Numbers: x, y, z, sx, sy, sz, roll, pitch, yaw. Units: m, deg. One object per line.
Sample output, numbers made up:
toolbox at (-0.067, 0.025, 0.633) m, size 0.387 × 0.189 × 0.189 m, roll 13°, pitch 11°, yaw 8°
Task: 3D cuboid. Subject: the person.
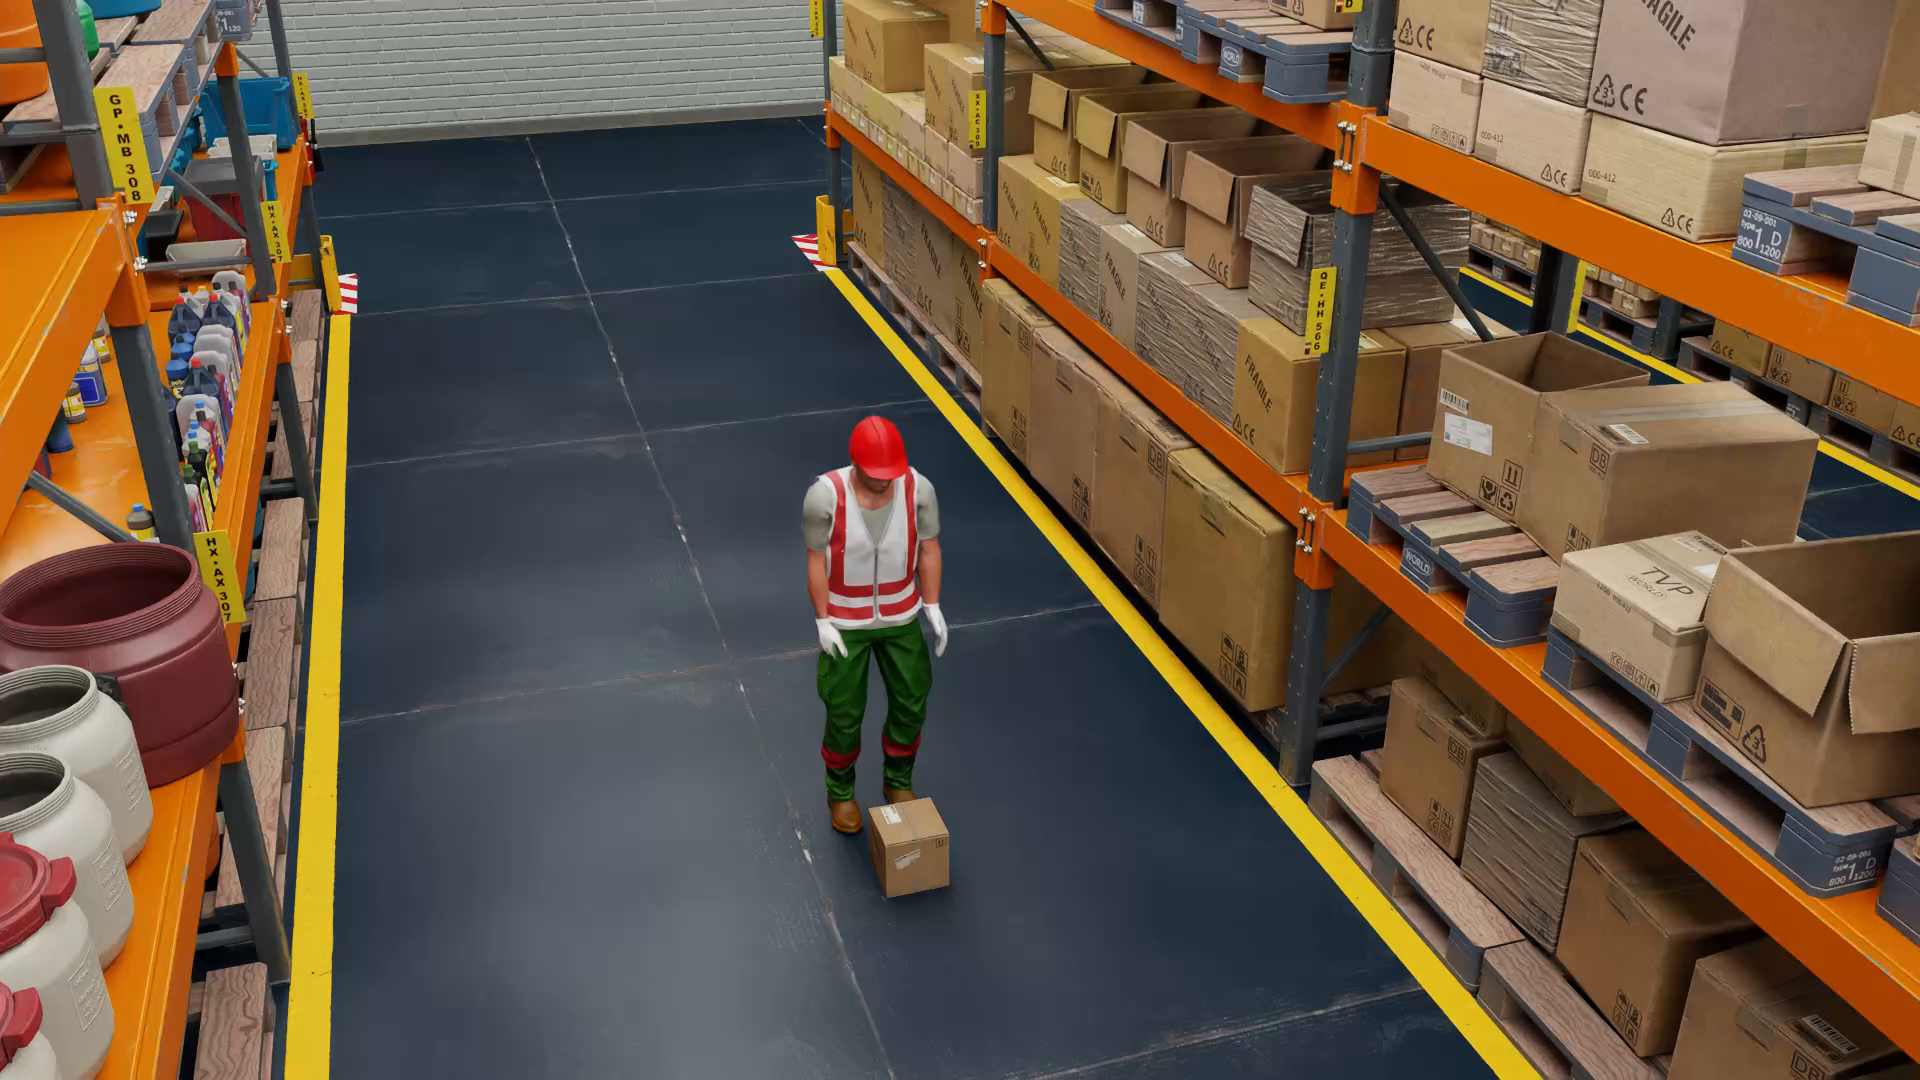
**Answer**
person at (-0.321, 0.321, 6.468) m, size 0.536 × 1.758 × 0.414 m, roll -8°, pitch 27°, yaw -15°
